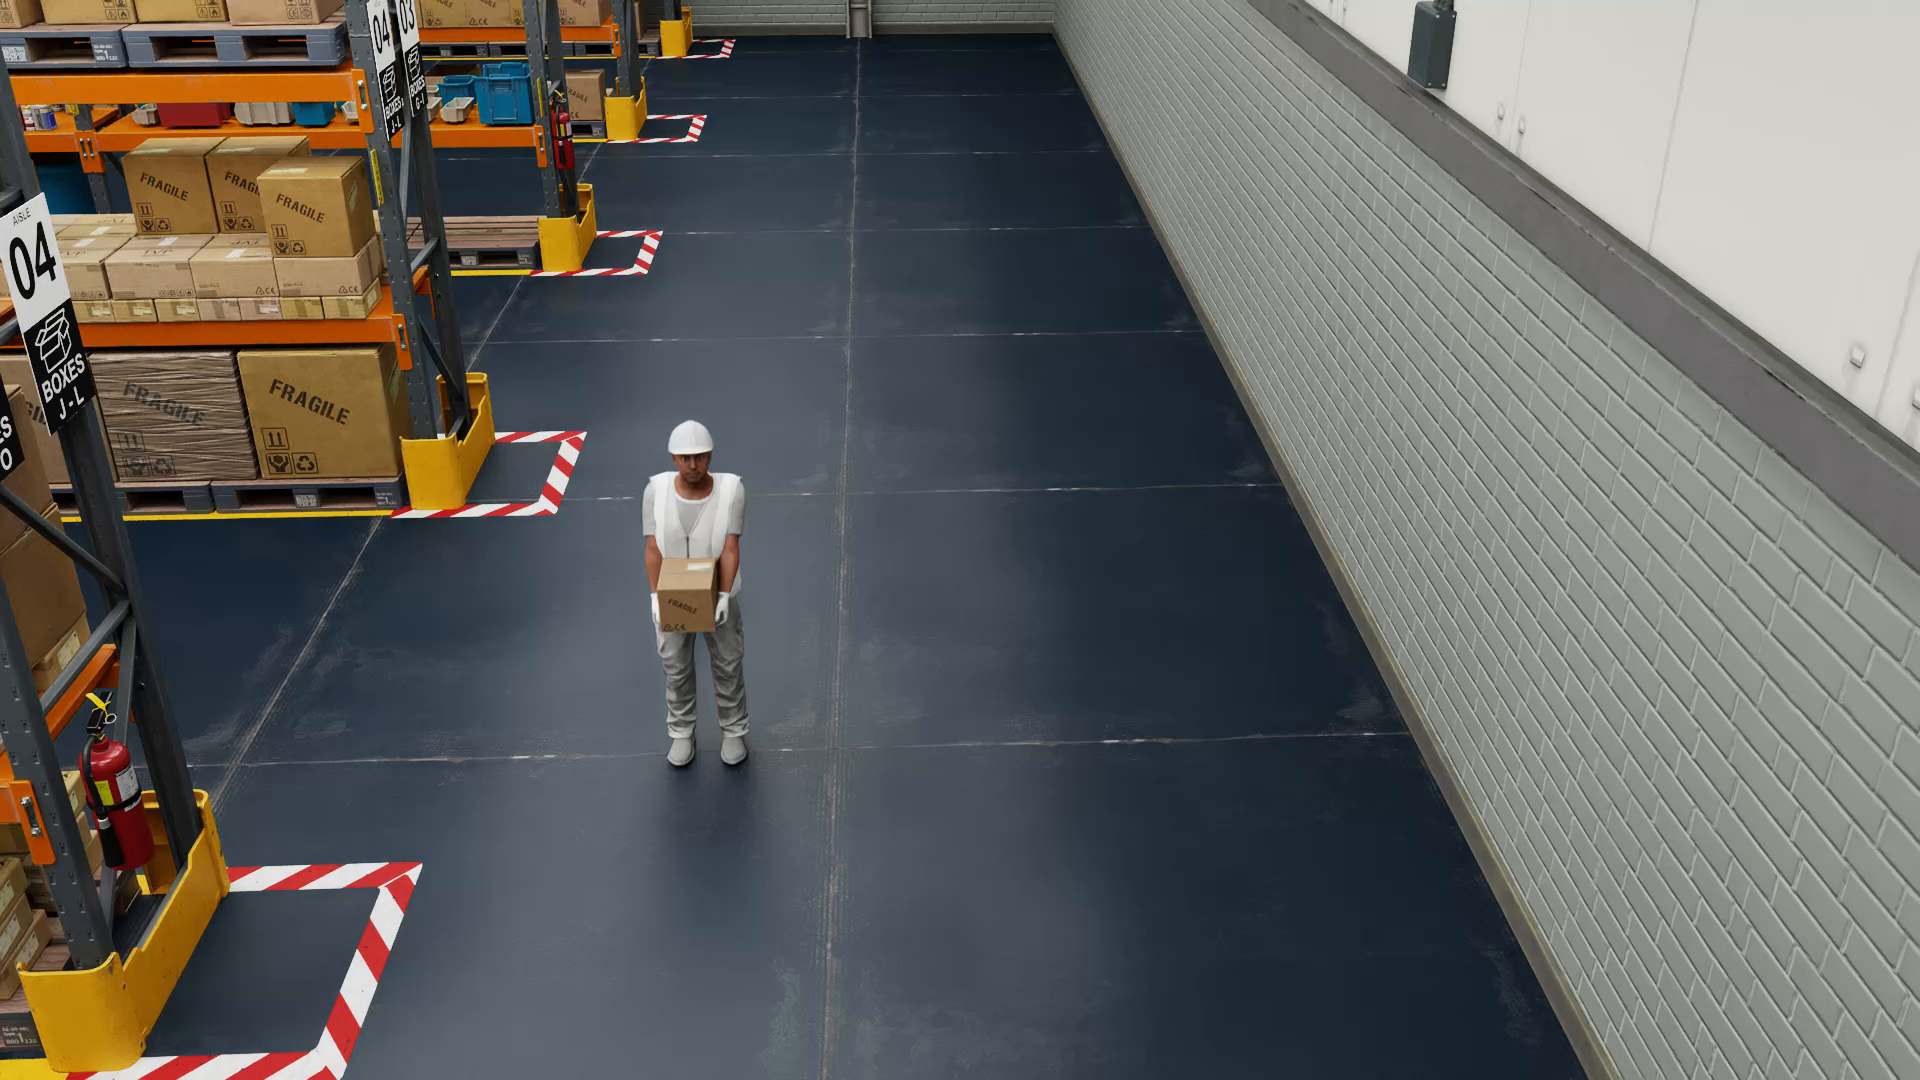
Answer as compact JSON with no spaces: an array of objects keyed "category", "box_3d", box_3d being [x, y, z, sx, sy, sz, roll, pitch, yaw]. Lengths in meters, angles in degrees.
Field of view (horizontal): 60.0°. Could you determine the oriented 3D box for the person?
[{"category":"person","box_3d":[-1.258,0.313,7.993,0.488,1.779,0.578,-1,27,-2]}]
